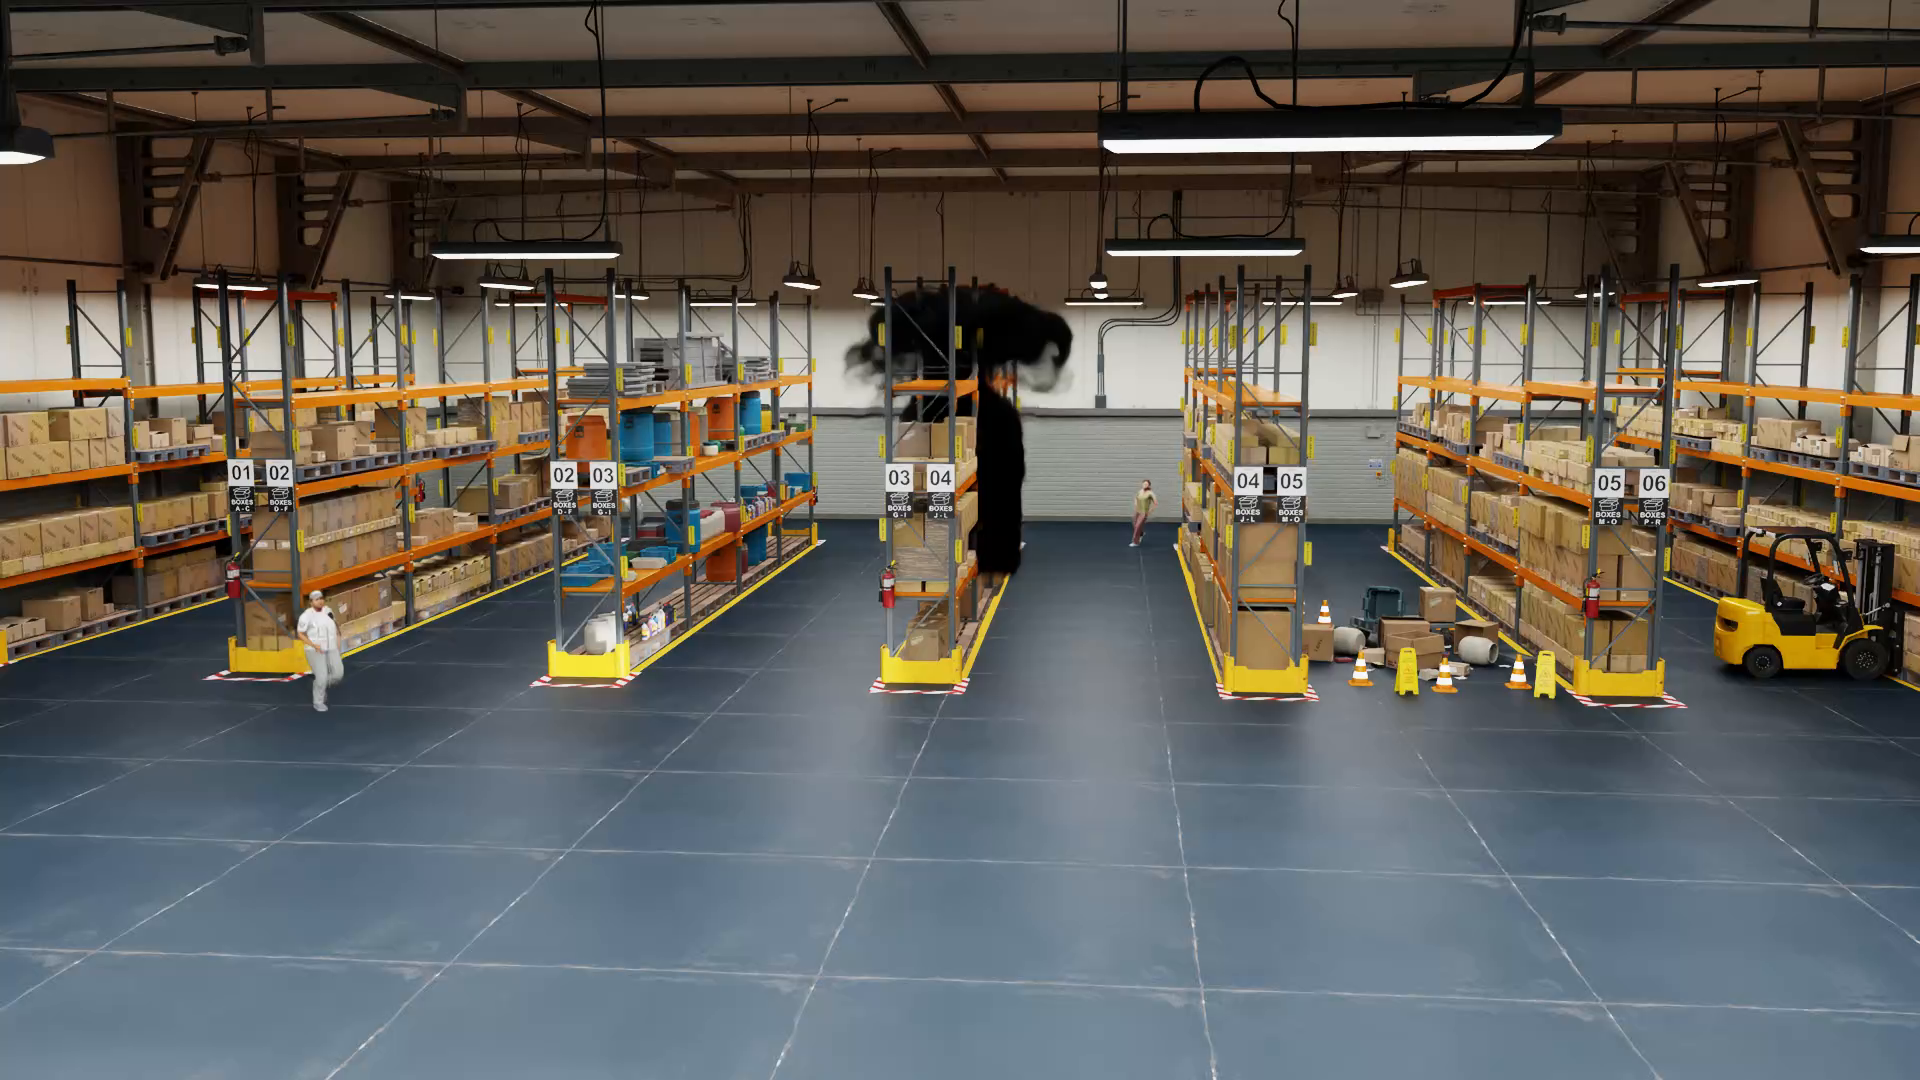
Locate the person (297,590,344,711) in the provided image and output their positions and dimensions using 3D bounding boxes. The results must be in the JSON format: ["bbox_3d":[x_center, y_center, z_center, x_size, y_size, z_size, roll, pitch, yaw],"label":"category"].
[{"bbox_3d":[-8.589,1.488,22.426,0.476,1.633,0.611,5,9,37],"label":"person"}]

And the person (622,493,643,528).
[{"bbox_3d":[-8.221,-0.865,41.631,0.577,1.633,0.655,4,8,31],"label":"person"}]

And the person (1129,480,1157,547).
[{"bbox_3d":[4.442,-0.652,39.930,0.641,1.623,0.679,5,9,36],"label":"person"}]
